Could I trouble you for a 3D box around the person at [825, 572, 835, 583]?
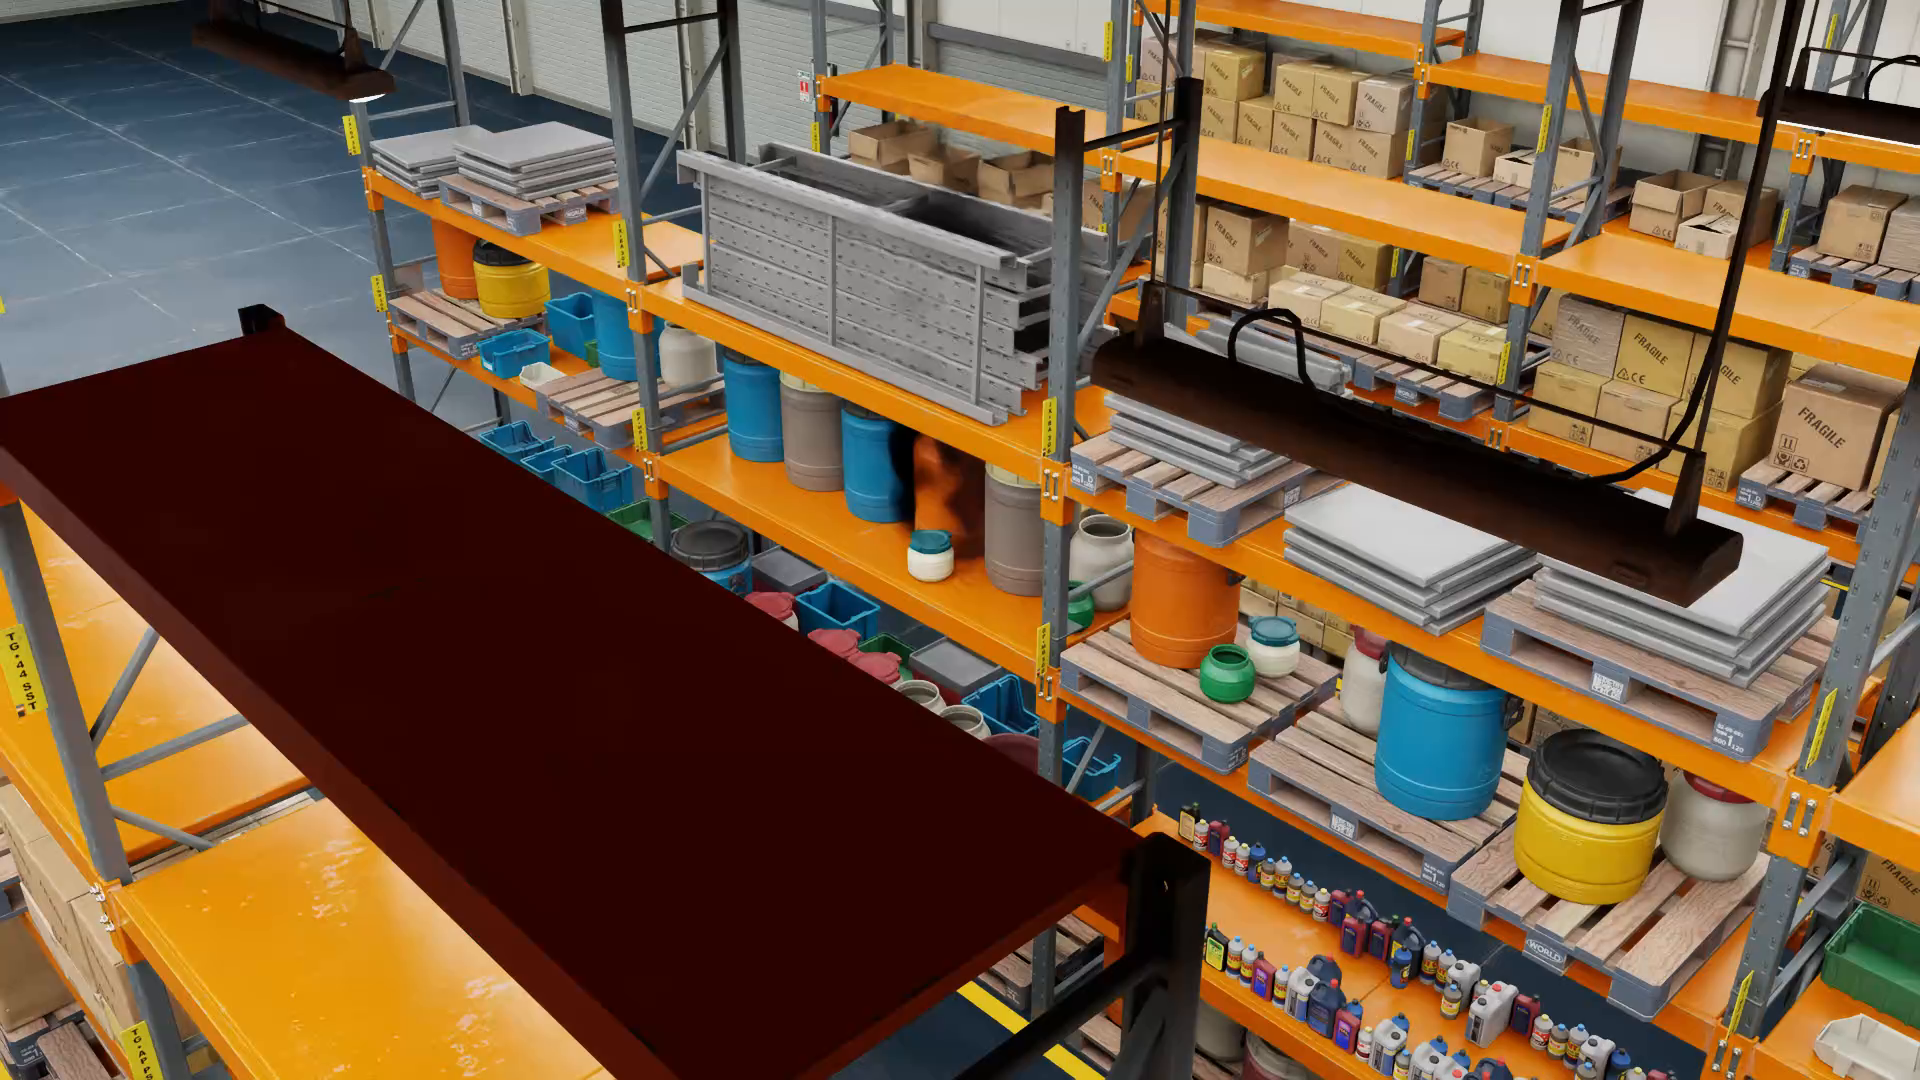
[{"bbox_3d":[-1.481,-0.070,15.268,0.557,1.659,0.655,19,33,31],"label":"person"}]
